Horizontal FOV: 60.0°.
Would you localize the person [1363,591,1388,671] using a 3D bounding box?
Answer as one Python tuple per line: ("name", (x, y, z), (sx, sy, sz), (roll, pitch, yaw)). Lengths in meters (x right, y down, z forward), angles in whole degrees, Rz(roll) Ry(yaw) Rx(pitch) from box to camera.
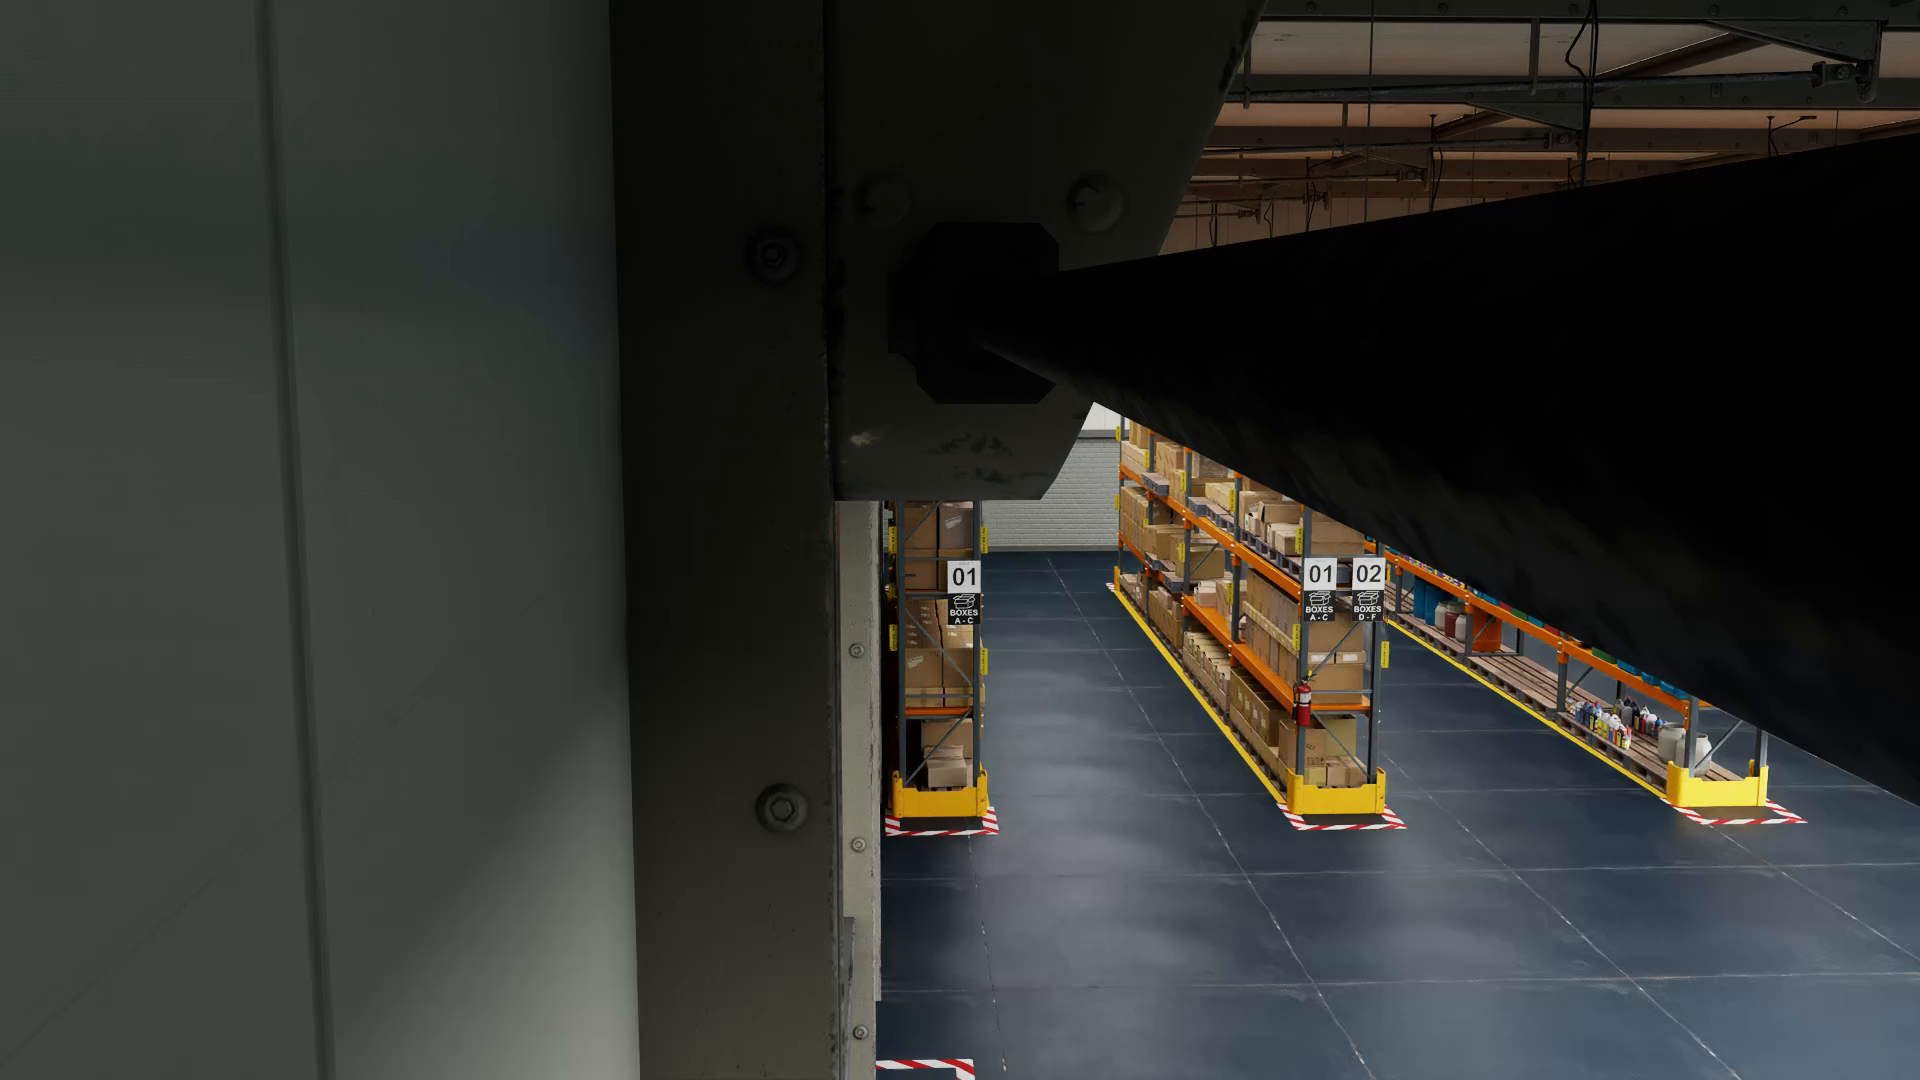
("person", (7.063, 1.378, 28.448), (0.675, 1.742, 0.592), (-2, 8, -14))
